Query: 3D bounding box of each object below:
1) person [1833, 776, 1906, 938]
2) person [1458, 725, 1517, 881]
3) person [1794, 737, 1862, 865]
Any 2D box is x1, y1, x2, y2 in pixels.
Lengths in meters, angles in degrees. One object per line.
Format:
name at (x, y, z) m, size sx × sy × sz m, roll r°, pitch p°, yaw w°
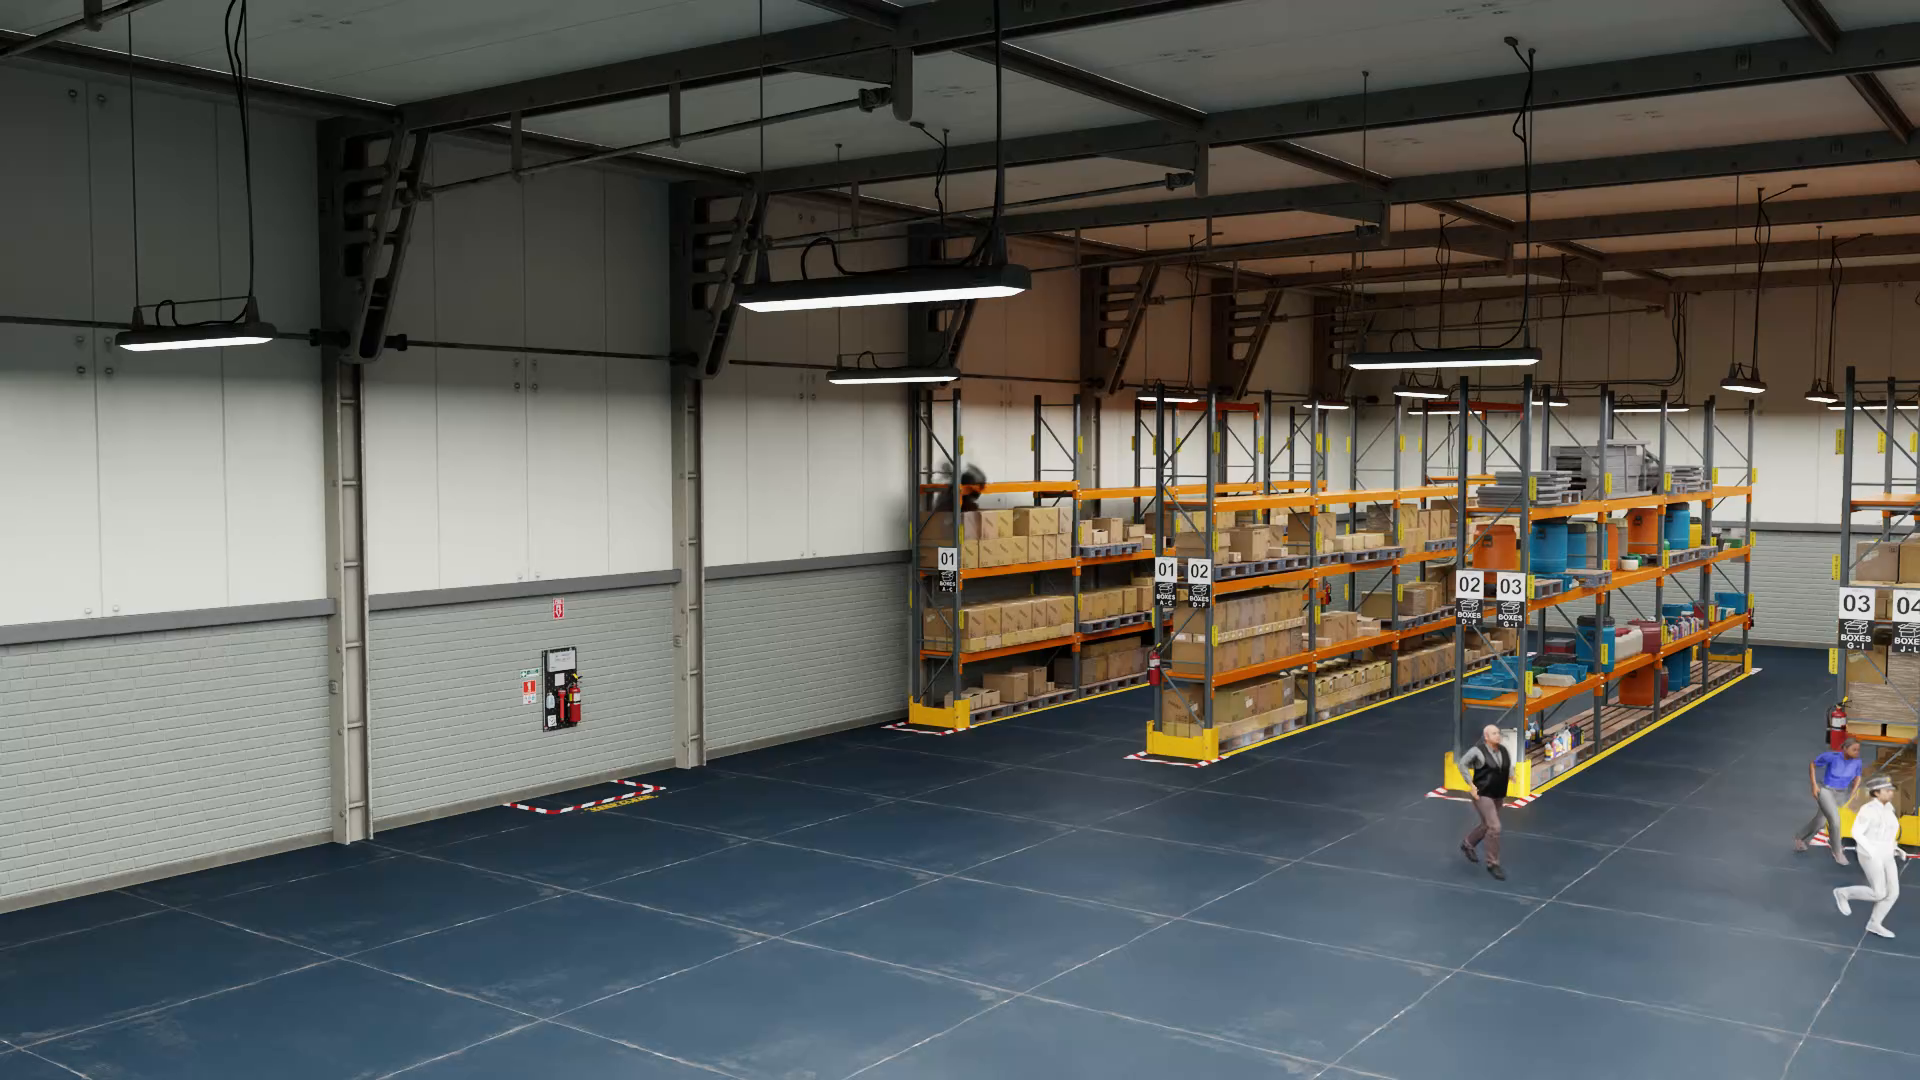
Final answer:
person at (9.350, 3.213, 17.094) m, size 0.603 × 1.648 × 0.593 m, roll -2°, pitch 4°, yaw -28°
person at (6.178, 3.023, 19.494) m, size 0.656 × 1.758 × 0.837 m, roll -2°, pitch 4°, yaw -28°
person at (10.552, 3.112, 20.202) m, size 0.569 × 1.566 × 0.934 m, roll 0°, pitch 3°, yaw -7°
